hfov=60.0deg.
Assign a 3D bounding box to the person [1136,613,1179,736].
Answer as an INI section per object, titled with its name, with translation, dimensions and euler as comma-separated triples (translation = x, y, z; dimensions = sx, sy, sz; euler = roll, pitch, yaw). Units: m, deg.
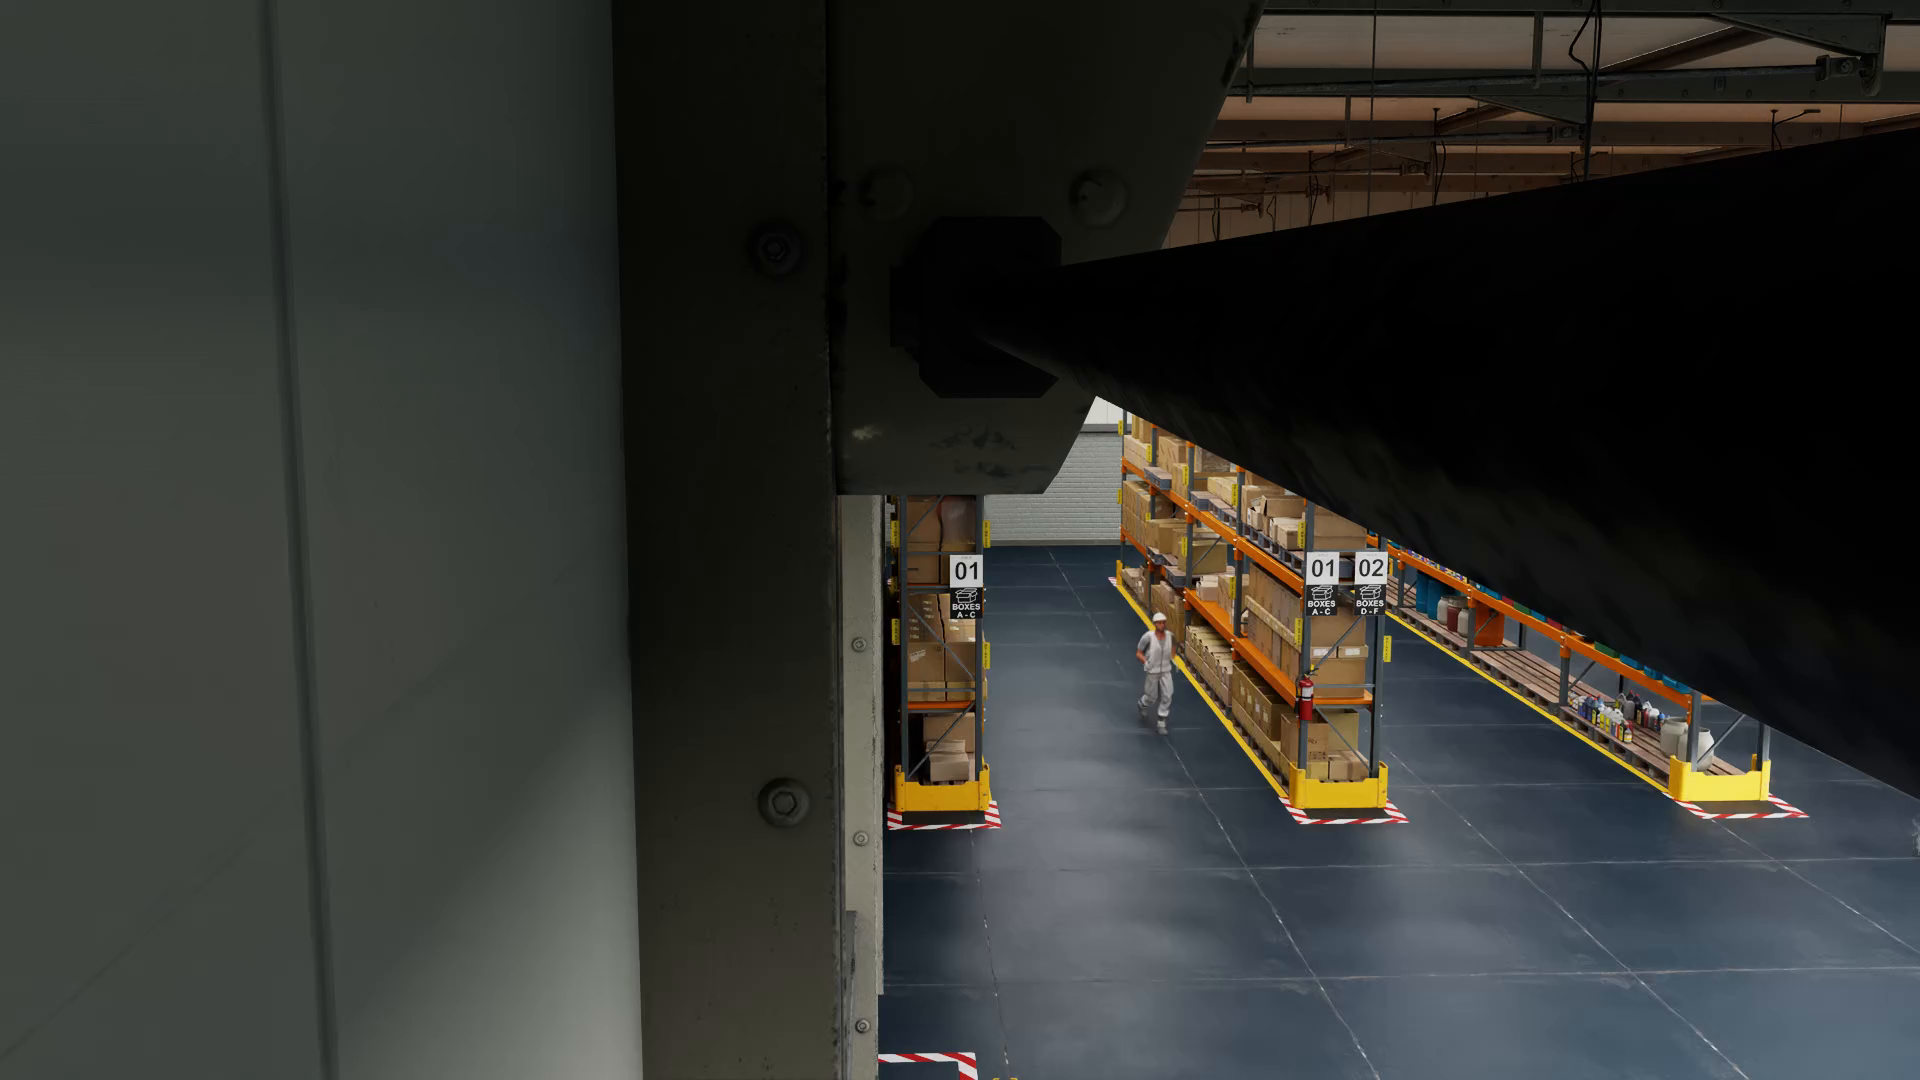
[person]
translation = 2.860, 1.904, 24.208
dimensions = 0.643, 1.758, 0.873
euler = -2, 9, -15
